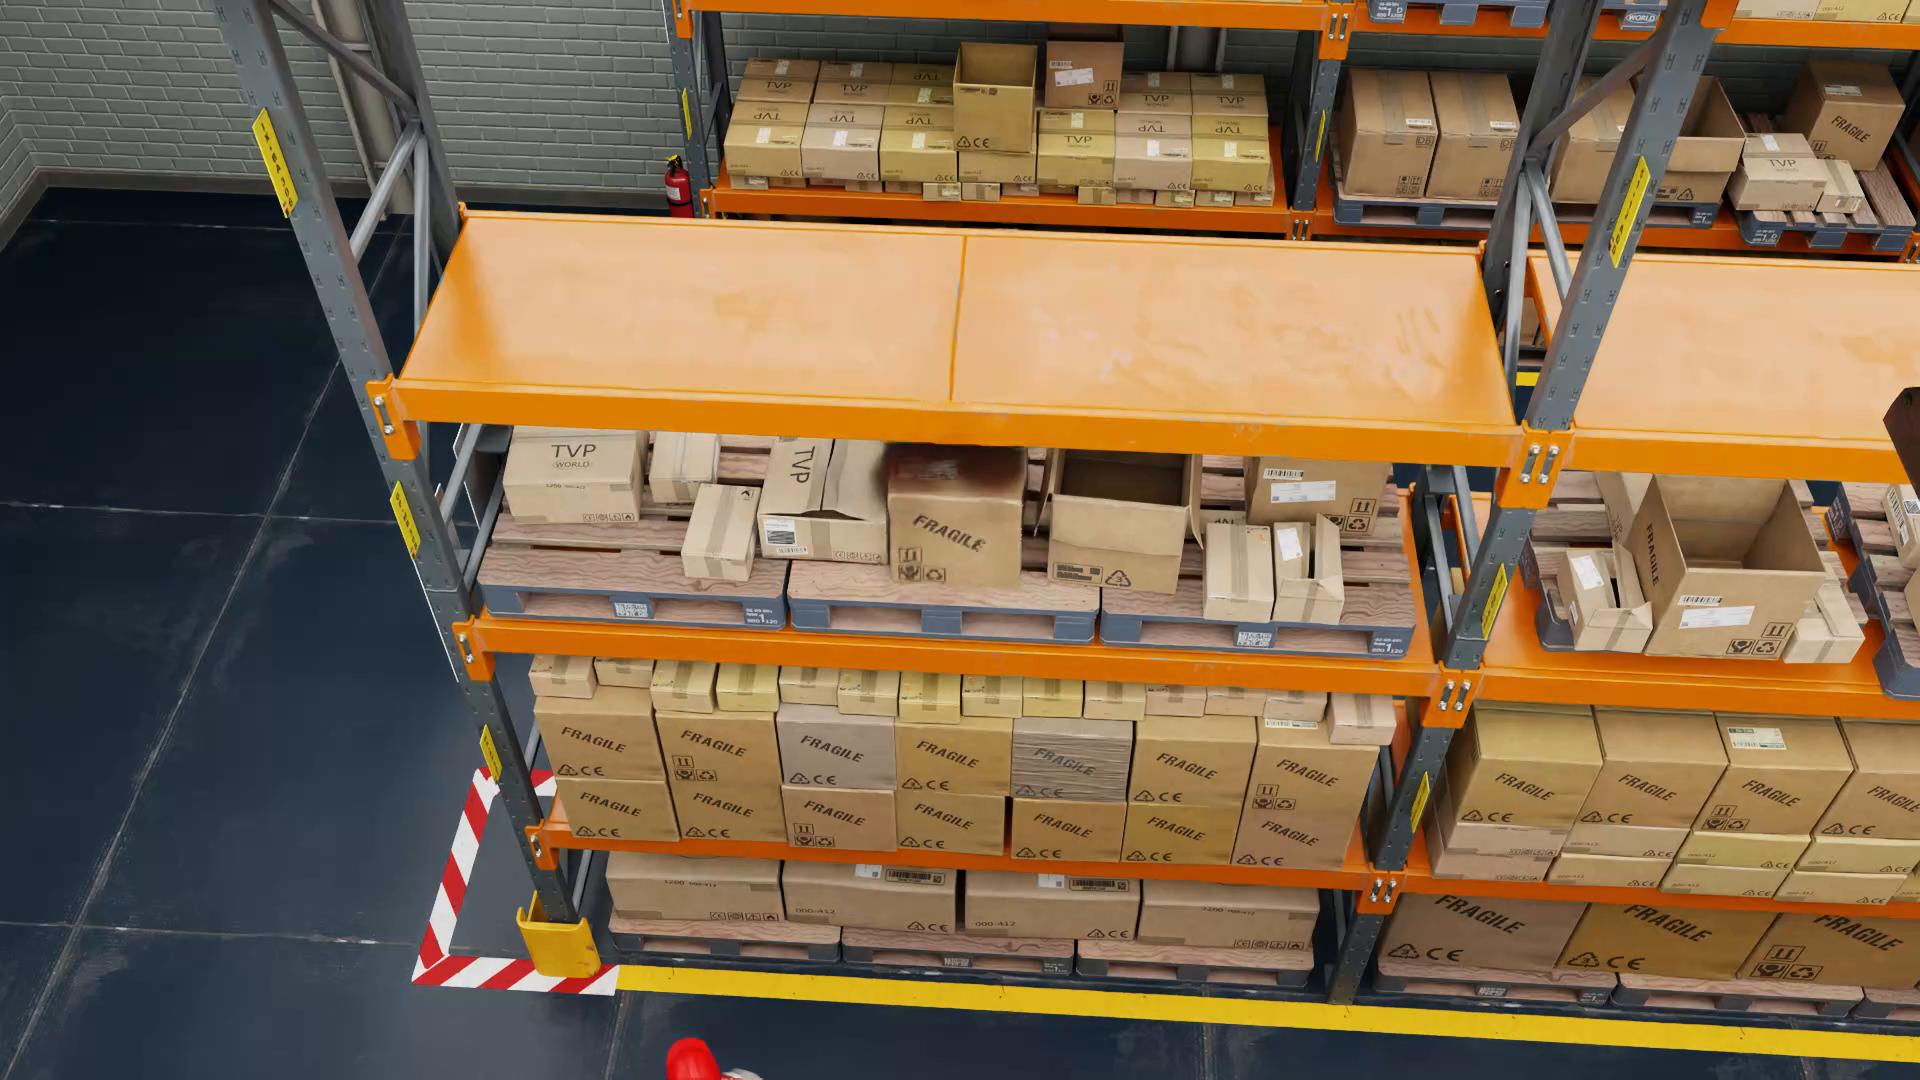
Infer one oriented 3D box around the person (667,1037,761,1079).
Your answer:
[{"bbox_3d":[-1.036,2.595,7.003,0.400,1.793,0.597,33,56,26],"label":"person"}]
